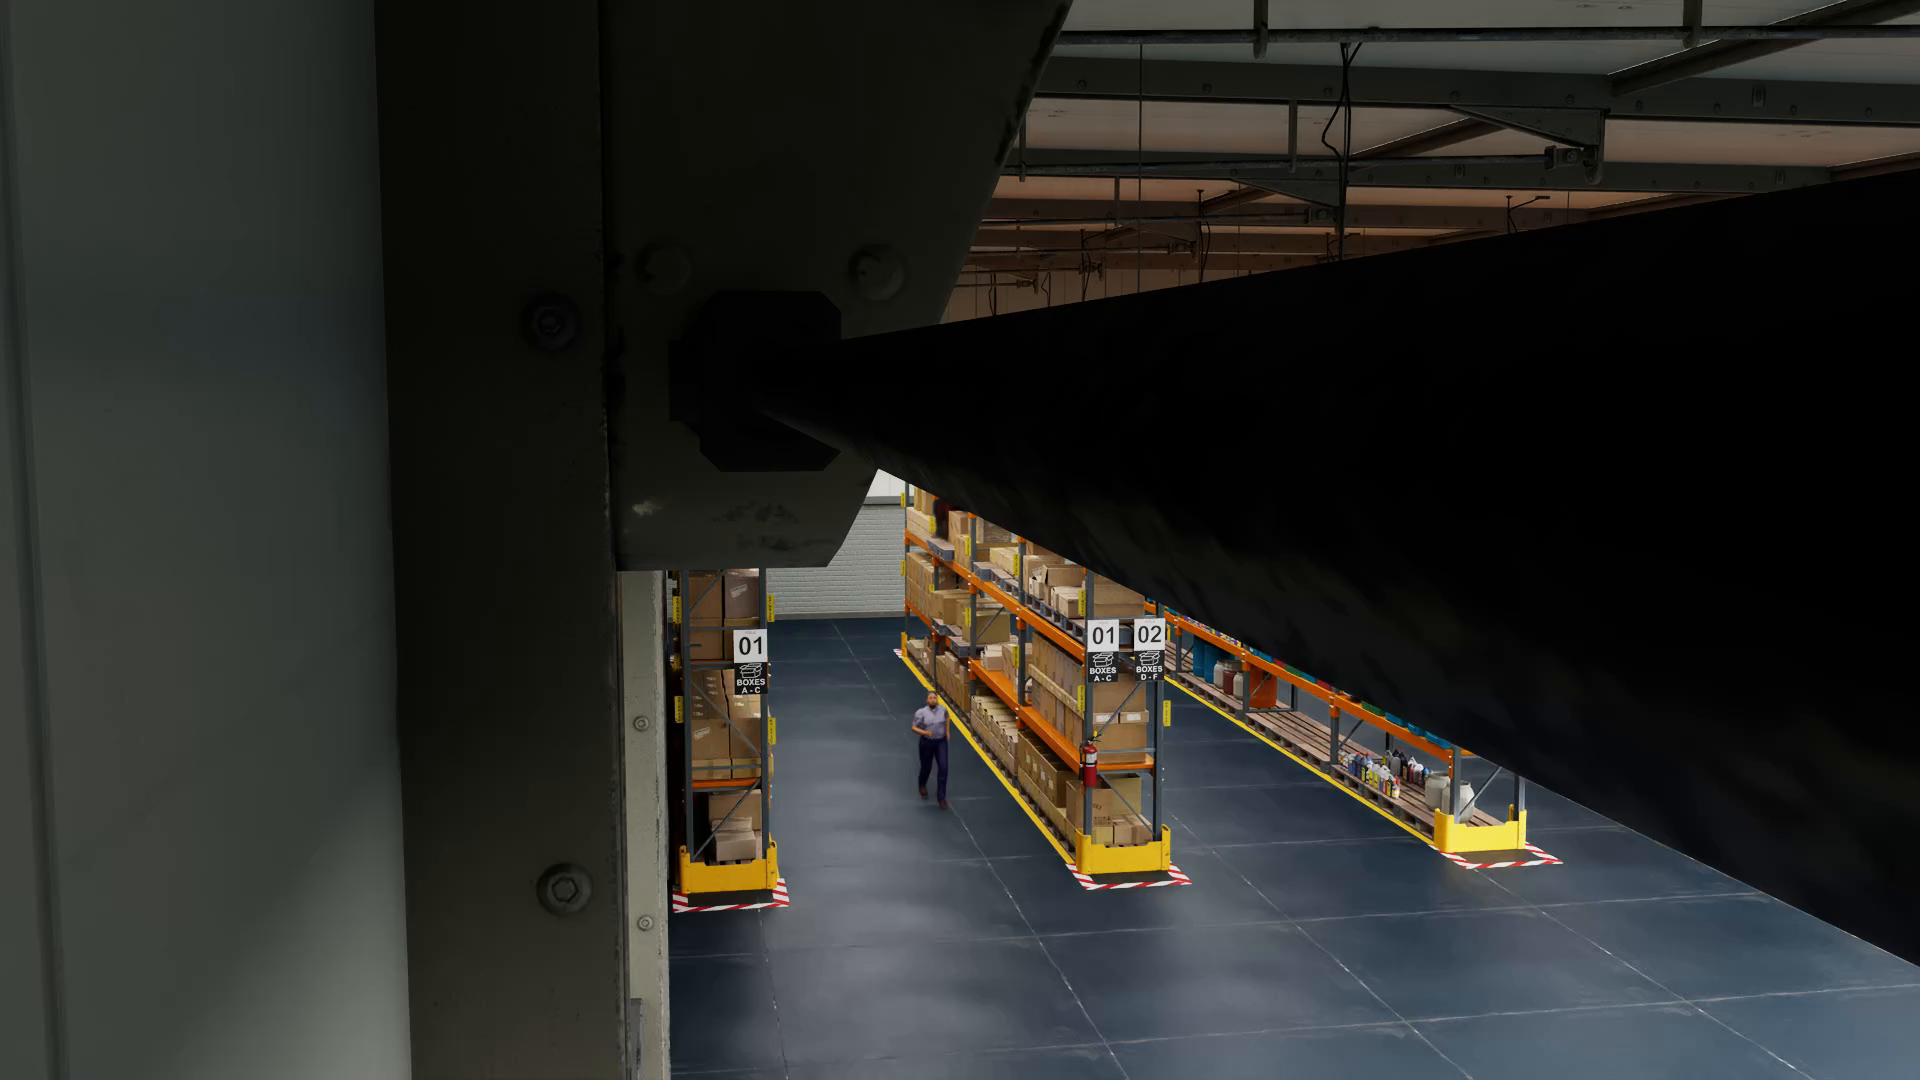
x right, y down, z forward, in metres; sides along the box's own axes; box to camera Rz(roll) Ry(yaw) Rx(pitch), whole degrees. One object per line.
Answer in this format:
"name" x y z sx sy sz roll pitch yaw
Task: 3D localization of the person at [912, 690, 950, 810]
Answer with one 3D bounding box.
"person" -0.402 3.015 24.176 0.614 1.674 0.898 -1 6 -13
